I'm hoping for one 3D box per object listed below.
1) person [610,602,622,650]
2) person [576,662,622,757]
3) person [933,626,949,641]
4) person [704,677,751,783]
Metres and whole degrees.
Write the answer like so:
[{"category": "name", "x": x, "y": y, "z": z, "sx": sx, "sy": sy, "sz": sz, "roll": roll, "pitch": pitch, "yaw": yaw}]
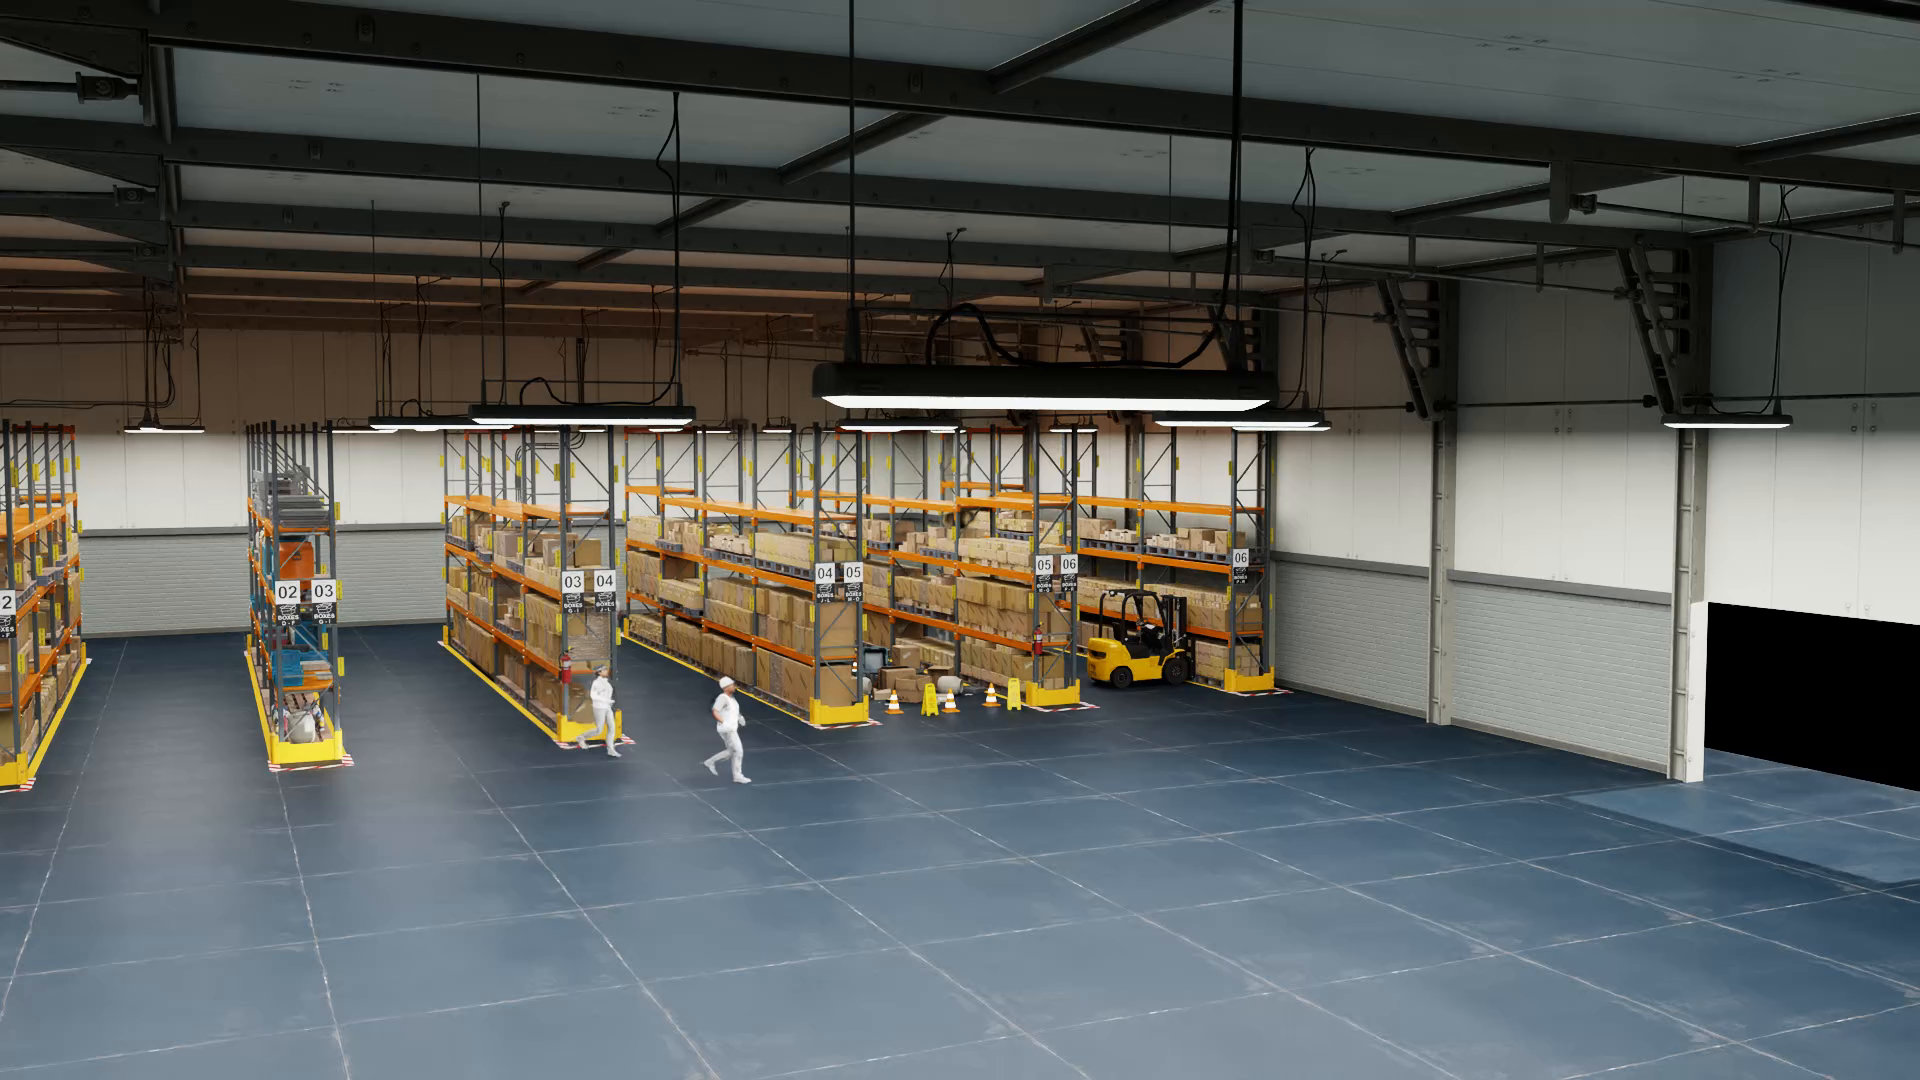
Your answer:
[{"category": "person", "x": -9.145, "y": 2.167, "z": 43.667, "sx": 0.555, "sy": 1.654, "sz": 0.530, "roll": -1, "pitch": 4, "yaw": -18}, {"category": "person", "x": -6.448, "y": 3.035, "z": 29.788, "sx": 0.857, "sy": 1.698, "sz": 0.621, "roll": 1, "pitch": 4, "yaw": 13}, {"category": "person", "x": -0.463, "y": 2.073, "z": 44.964, "sx": 0.601, "sy": 1.674, "sz": 0.681, "roll": -2, "pitch": 4, "yaw": -26}, {"category": "person", "x": -3.853, "y": 3.132, "z": 27.441, "sx": 0.804, "sy": 1.751, "sz": 0.714, "roll": 0, "pitch": 4, "yaw": 3}]
